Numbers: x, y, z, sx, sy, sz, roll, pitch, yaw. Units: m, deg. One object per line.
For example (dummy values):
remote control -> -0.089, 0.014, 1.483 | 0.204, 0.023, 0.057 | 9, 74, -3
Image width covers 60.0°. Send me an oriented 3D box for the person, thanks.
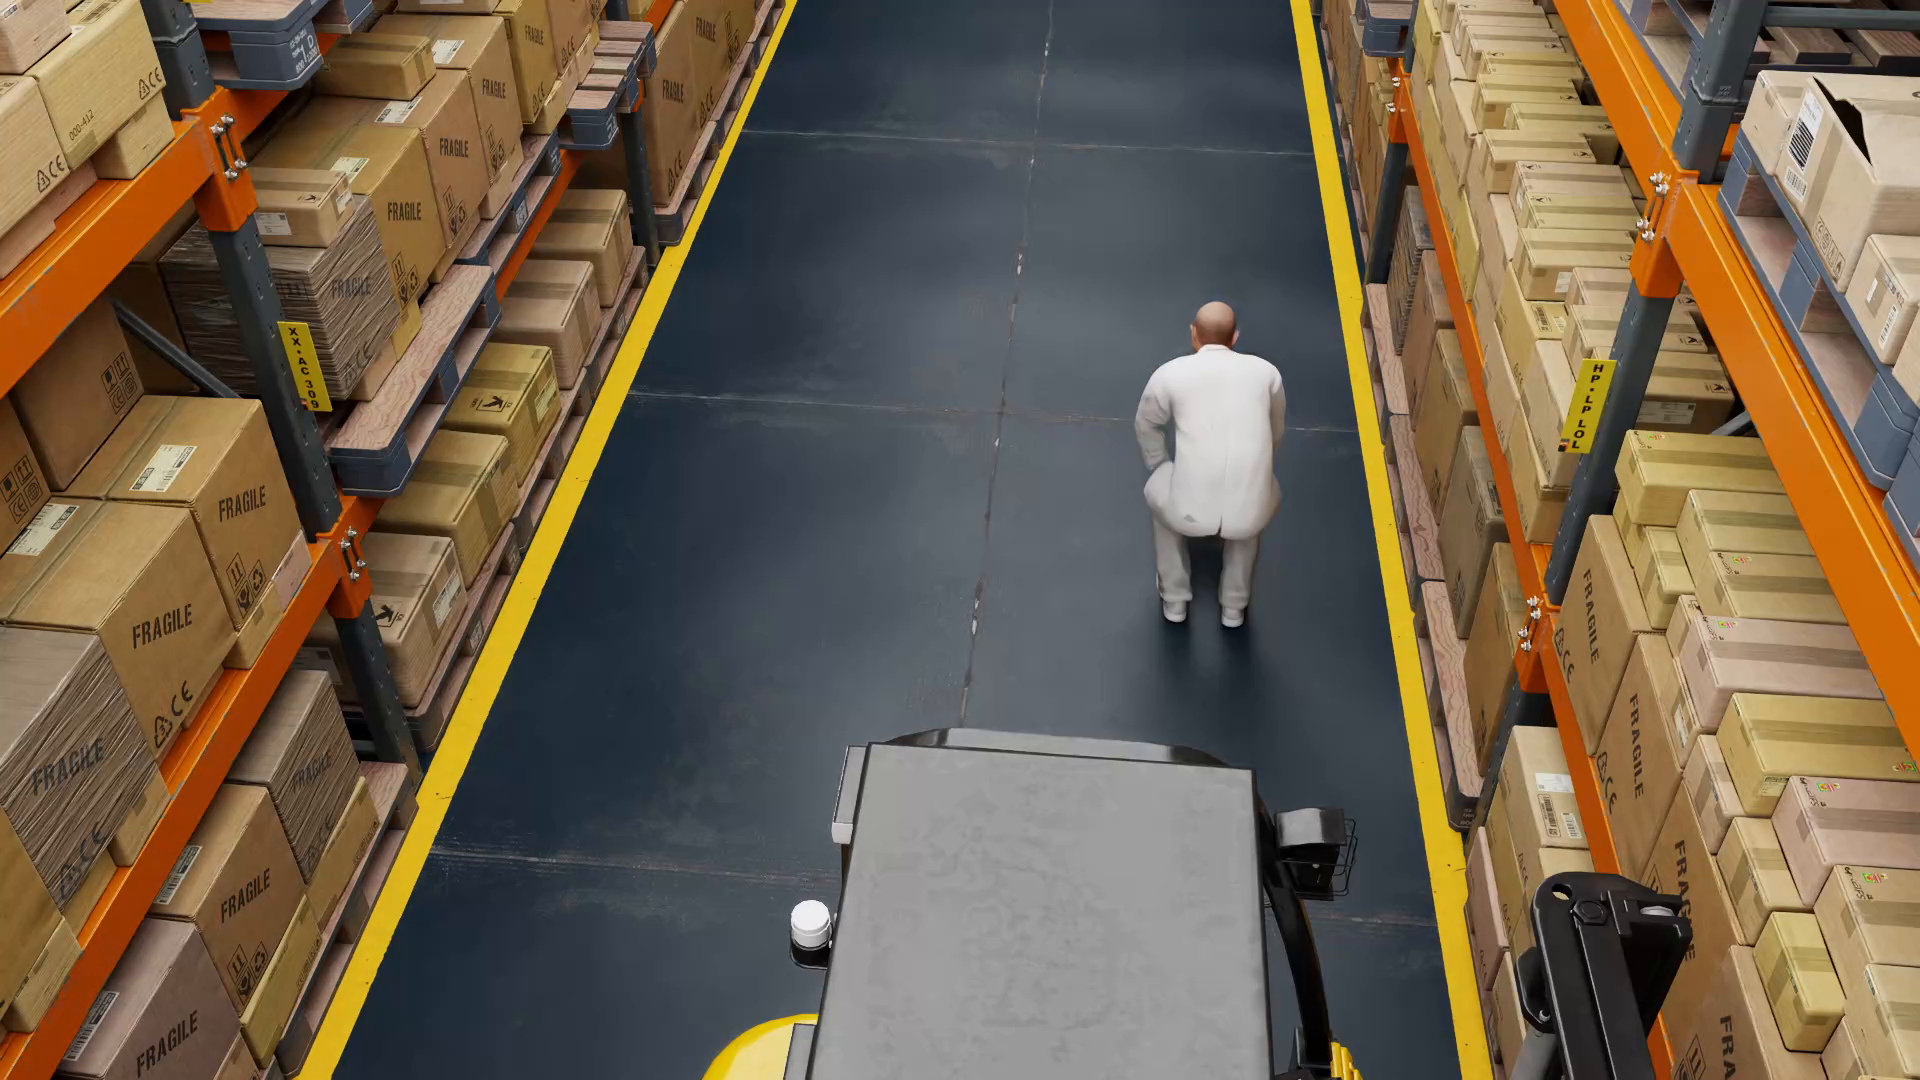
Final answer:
person -> 1.030, -0.275, 6.896 | 0.632, 1.277, 0.787 | 3, 40, 4
